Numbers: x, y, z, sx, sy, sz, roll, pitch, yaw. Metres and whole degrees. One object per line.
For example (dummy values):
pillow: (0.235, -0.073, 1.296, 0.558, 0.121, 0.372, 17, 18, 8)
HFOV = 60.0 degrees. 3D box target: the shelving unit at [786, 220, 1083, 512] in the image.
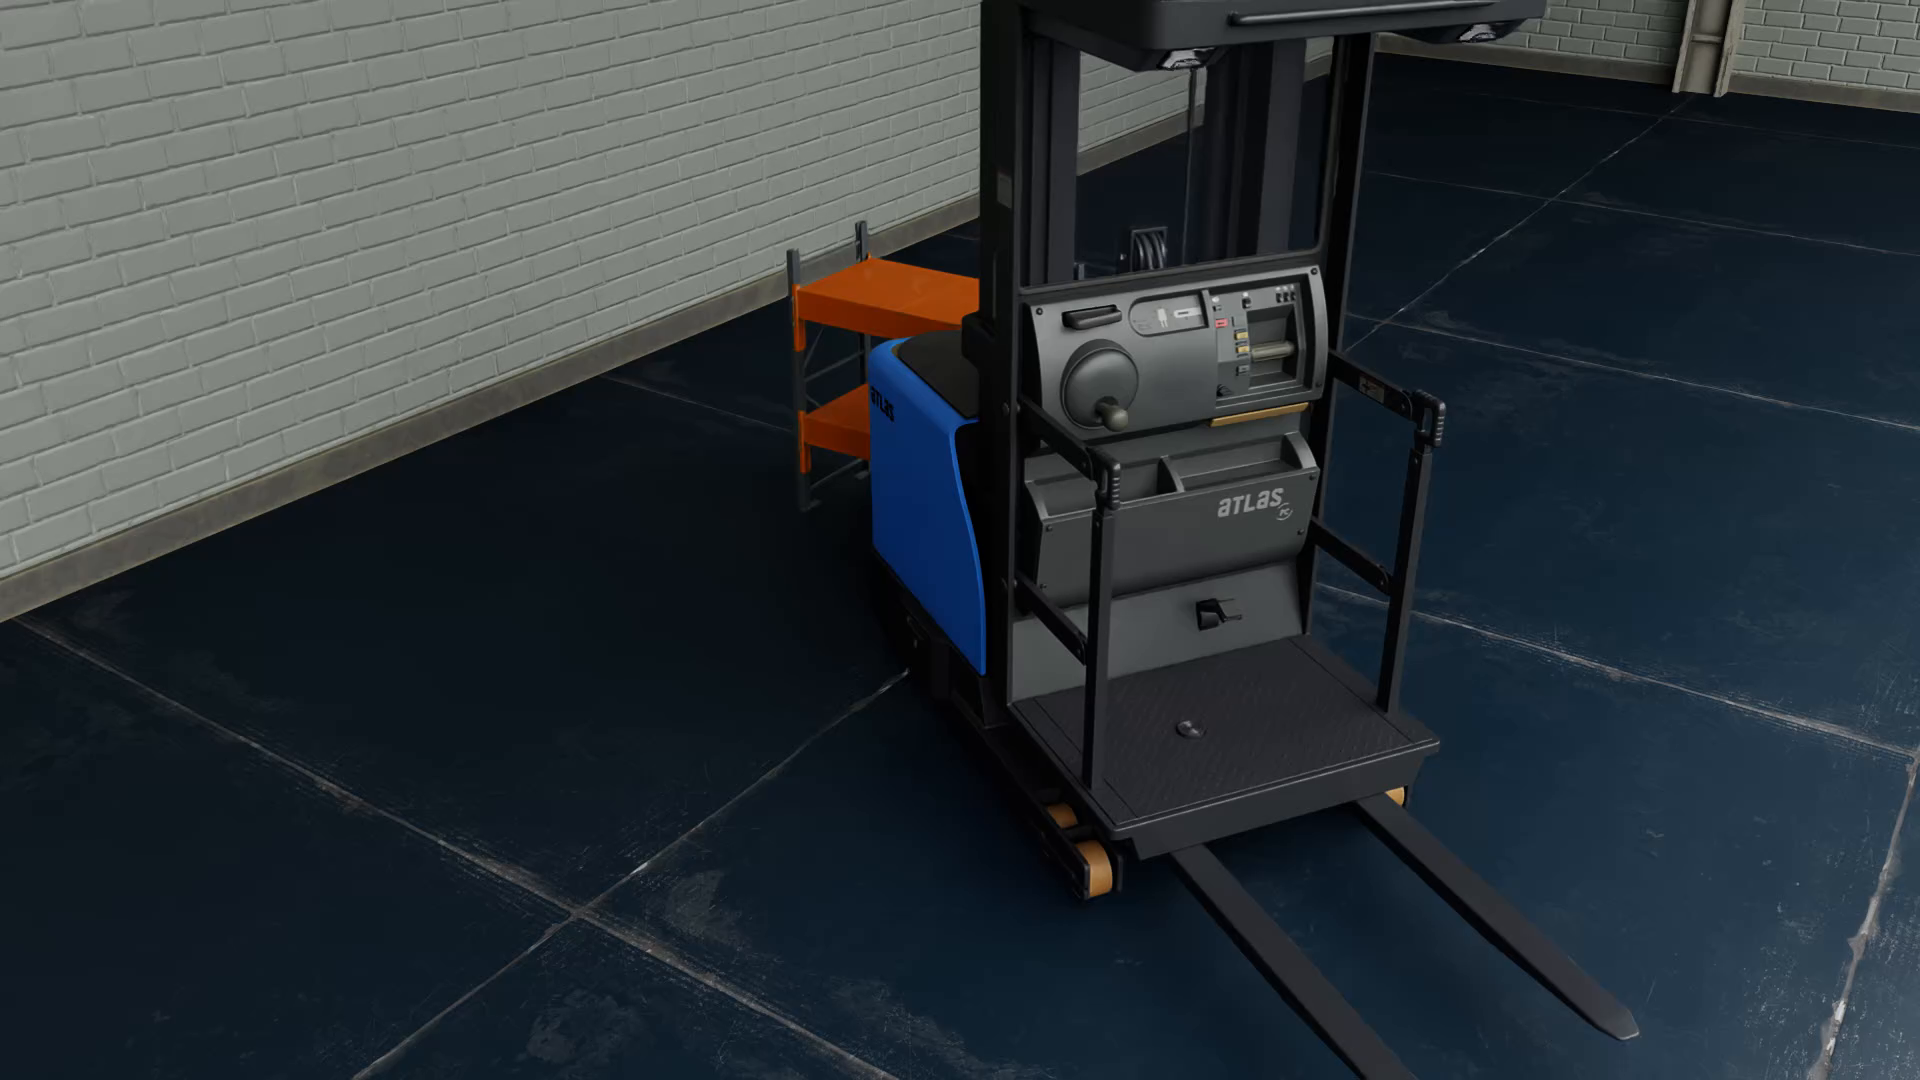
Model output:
shelving unit: (-0.103, -0.594, 6.677, 1.048, 1.125, 0.538, 16, 31, 29)

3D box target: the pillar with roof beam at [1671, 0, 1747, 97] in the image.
pillar with roof beam: (3.952, -6.277, 9.163, 0.400, 9.000, 9.100, 17, 32, 30)

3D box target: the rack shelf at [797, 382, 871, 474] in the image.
rack shelf: (-0.103, -0.376, 6.788, 1.000, 0.278, 0.538, 16, 31, 29)

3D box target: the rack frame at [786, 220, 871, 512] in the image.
rack frame: (-0.530, -0.719, 6.923, 0.032, 1.125, 0.500, 16, 31, 29)

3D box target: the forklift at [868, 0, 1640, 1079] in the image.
forklift: (0.715, -0.505, 4.511, 1.130, 2.935, 3.031, -11, 29, -21)

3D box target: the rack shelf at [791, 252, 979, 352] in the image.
rack shelf: (-0.103, -0.855, 6.545, 1.000, 0.278, 0.538, 16, 31, 29)

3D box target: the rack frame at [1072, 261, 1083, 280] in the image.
rack frame: (0.324, -0.469, 6.432, 0.032, 1.125, 0.500, 16, 31, 29)
